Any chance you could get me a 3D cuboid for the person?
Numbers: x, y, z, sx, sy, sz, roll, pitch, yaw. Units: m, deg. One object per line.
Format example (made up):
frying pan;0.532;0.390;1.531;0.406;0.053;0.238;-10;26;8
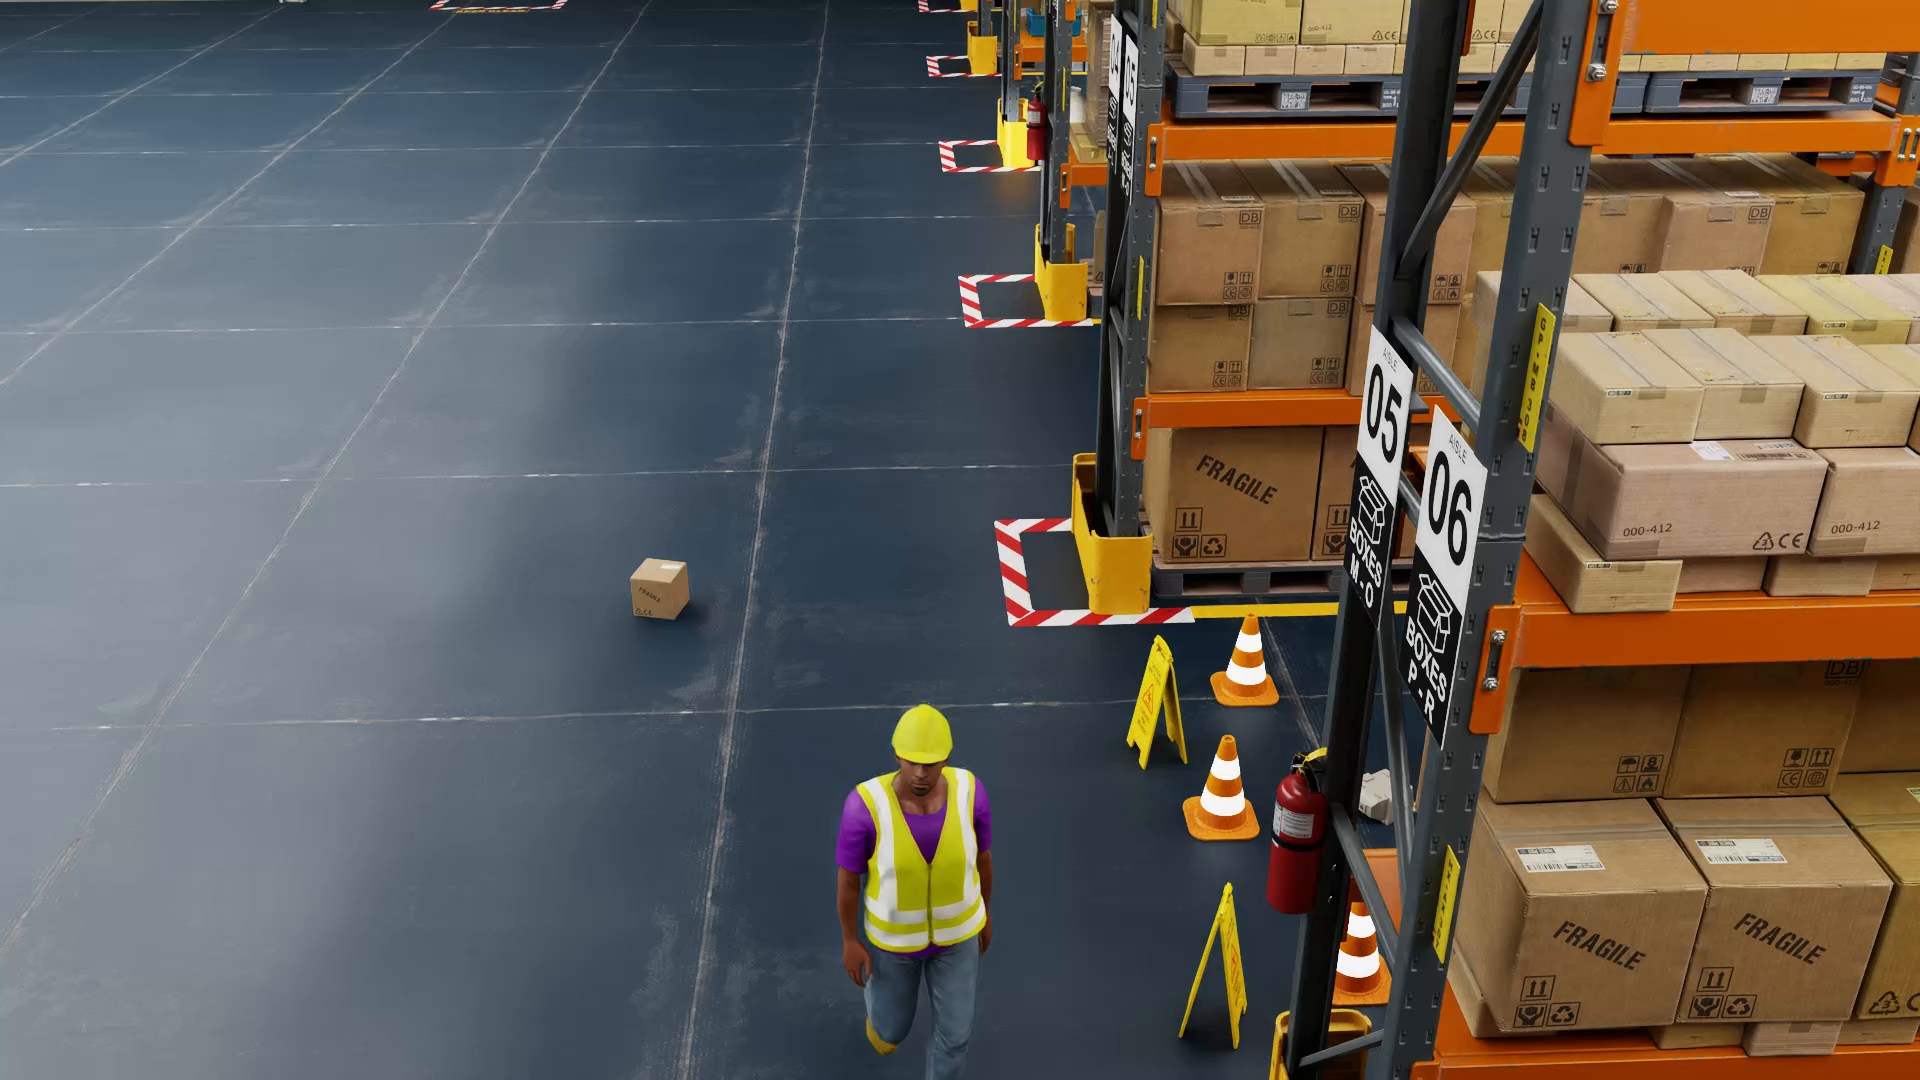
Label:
person;-0.151;1.366;5.953;0.566;1.739;0.818;-5;28;-10
